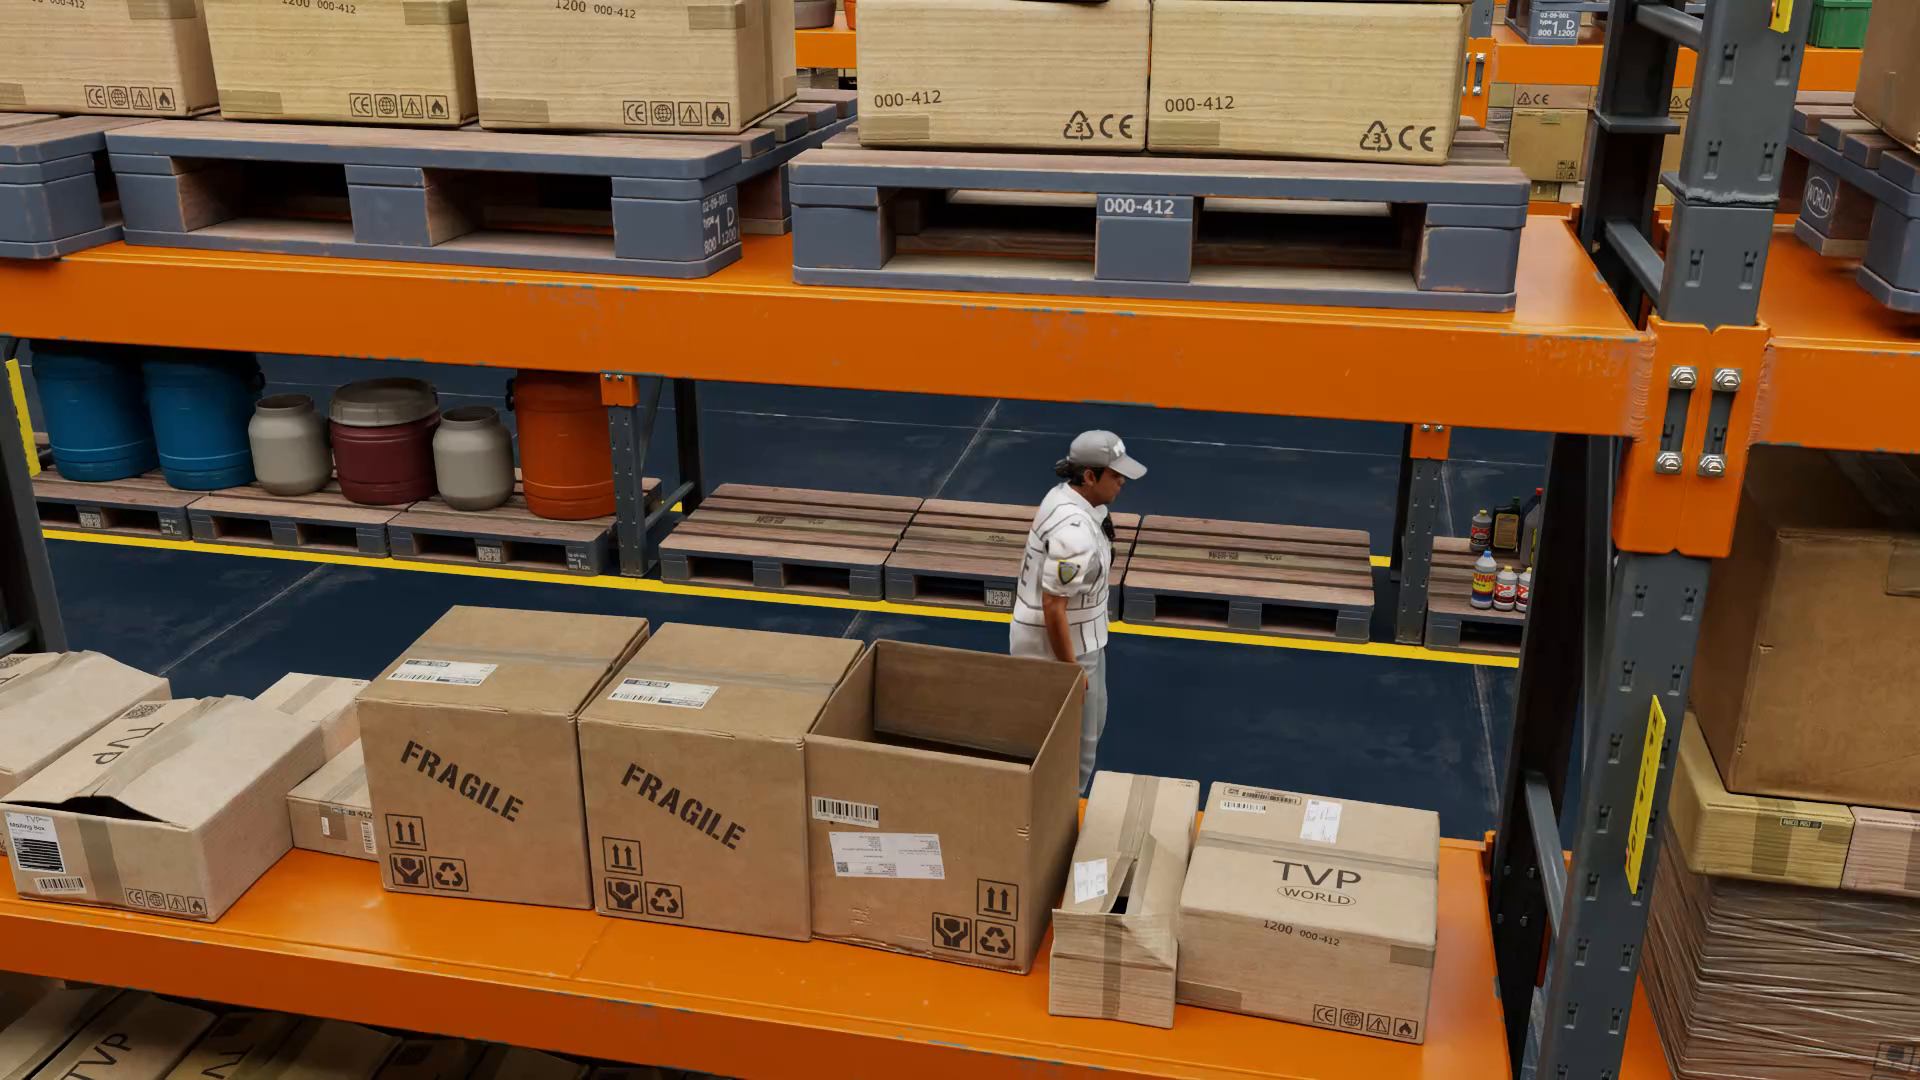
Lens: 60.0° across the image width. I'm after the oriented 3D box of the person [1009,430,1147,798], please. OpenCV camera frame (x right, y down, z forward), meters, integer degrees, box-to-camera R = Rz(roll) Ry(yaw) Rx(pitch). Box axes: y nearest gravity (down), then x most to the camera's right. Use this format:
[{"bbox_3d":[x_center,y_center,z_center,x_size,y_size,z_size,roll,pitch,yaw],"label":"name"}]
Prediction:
[{"bbox_3d":[0.419,0.400,6.073,0.466,1.665,0.542,4,22,9],"label":"person"}]
